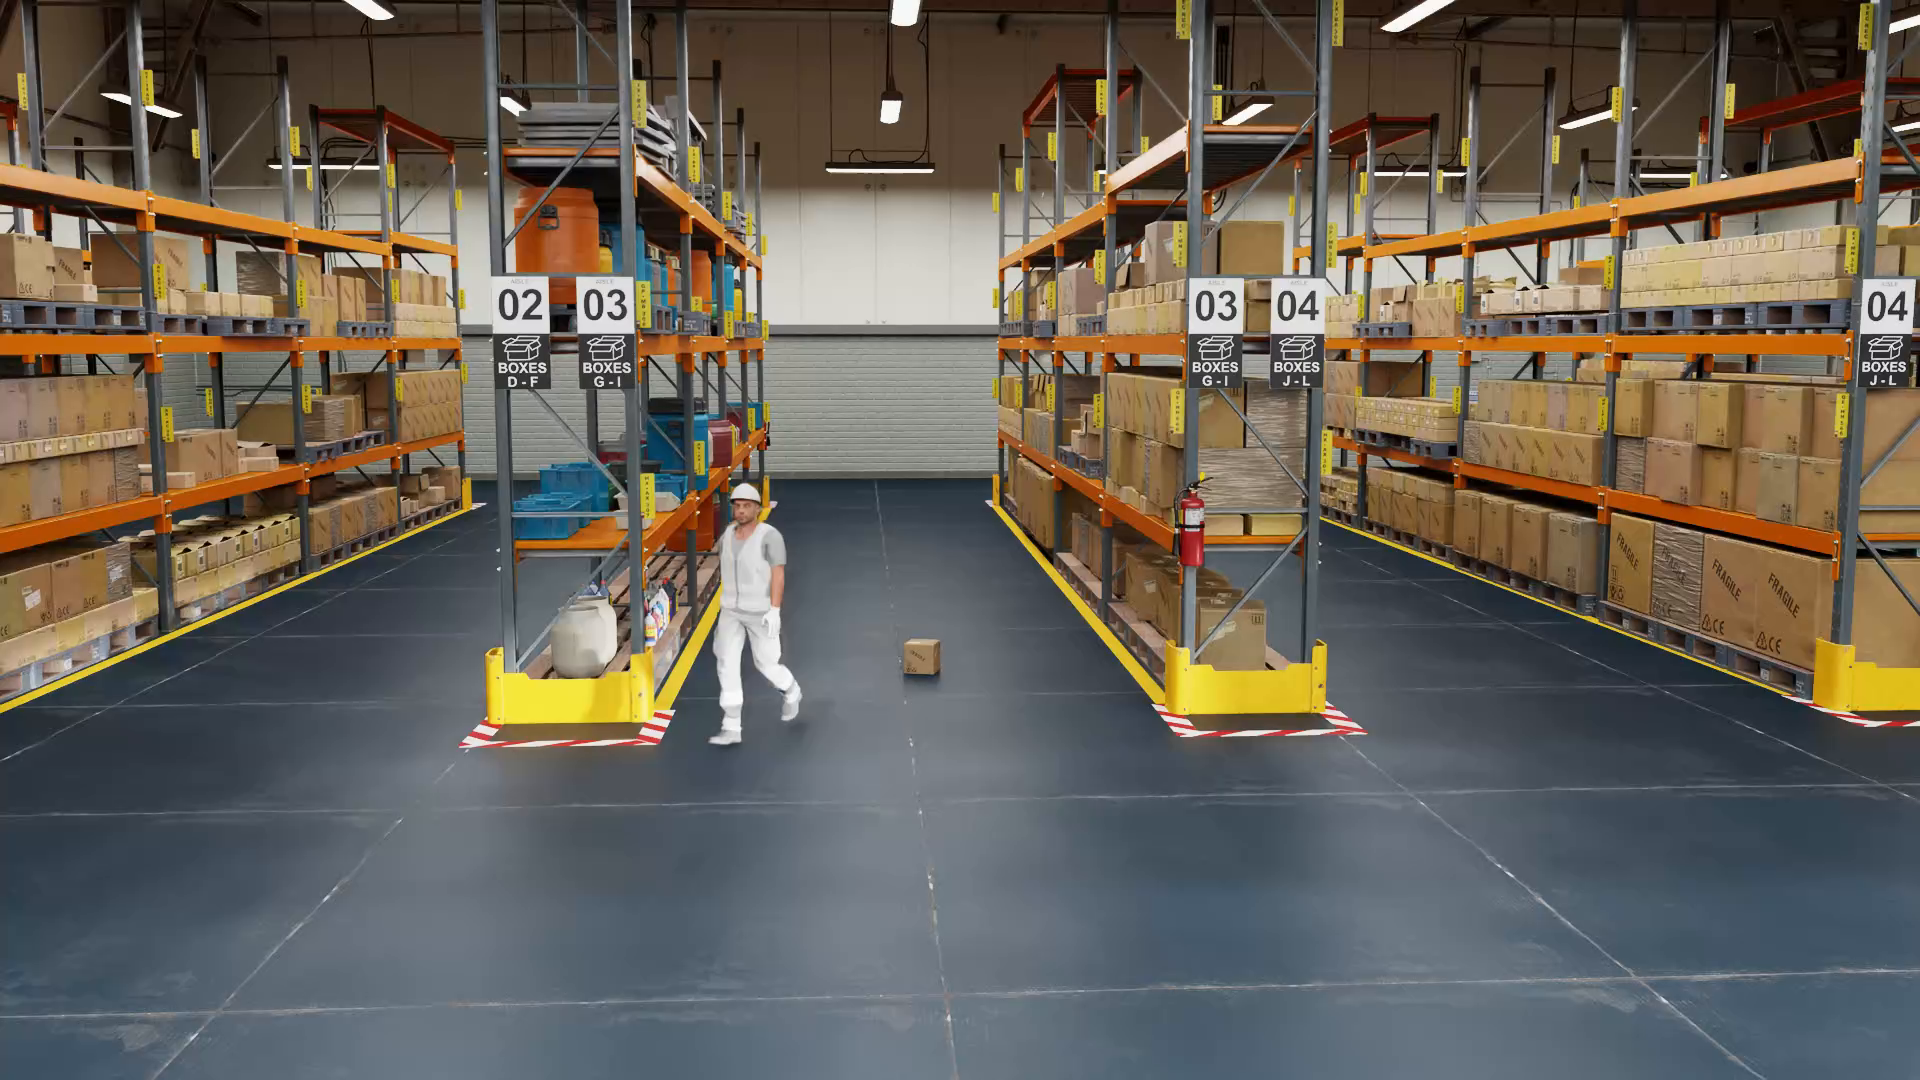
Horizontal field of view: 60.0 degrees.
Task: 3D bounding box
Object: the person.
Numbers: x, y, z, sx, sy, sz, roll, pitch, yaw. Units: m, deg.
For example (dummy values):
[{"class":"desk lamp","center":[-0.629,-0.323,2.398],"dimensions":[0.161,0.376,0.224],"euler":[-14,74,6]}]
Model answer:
[{"class":"person","center":[-1.428,0.489,11.458],"dimensions":[0.556,1.769,0.889],"euler":[3,7,22]}]
